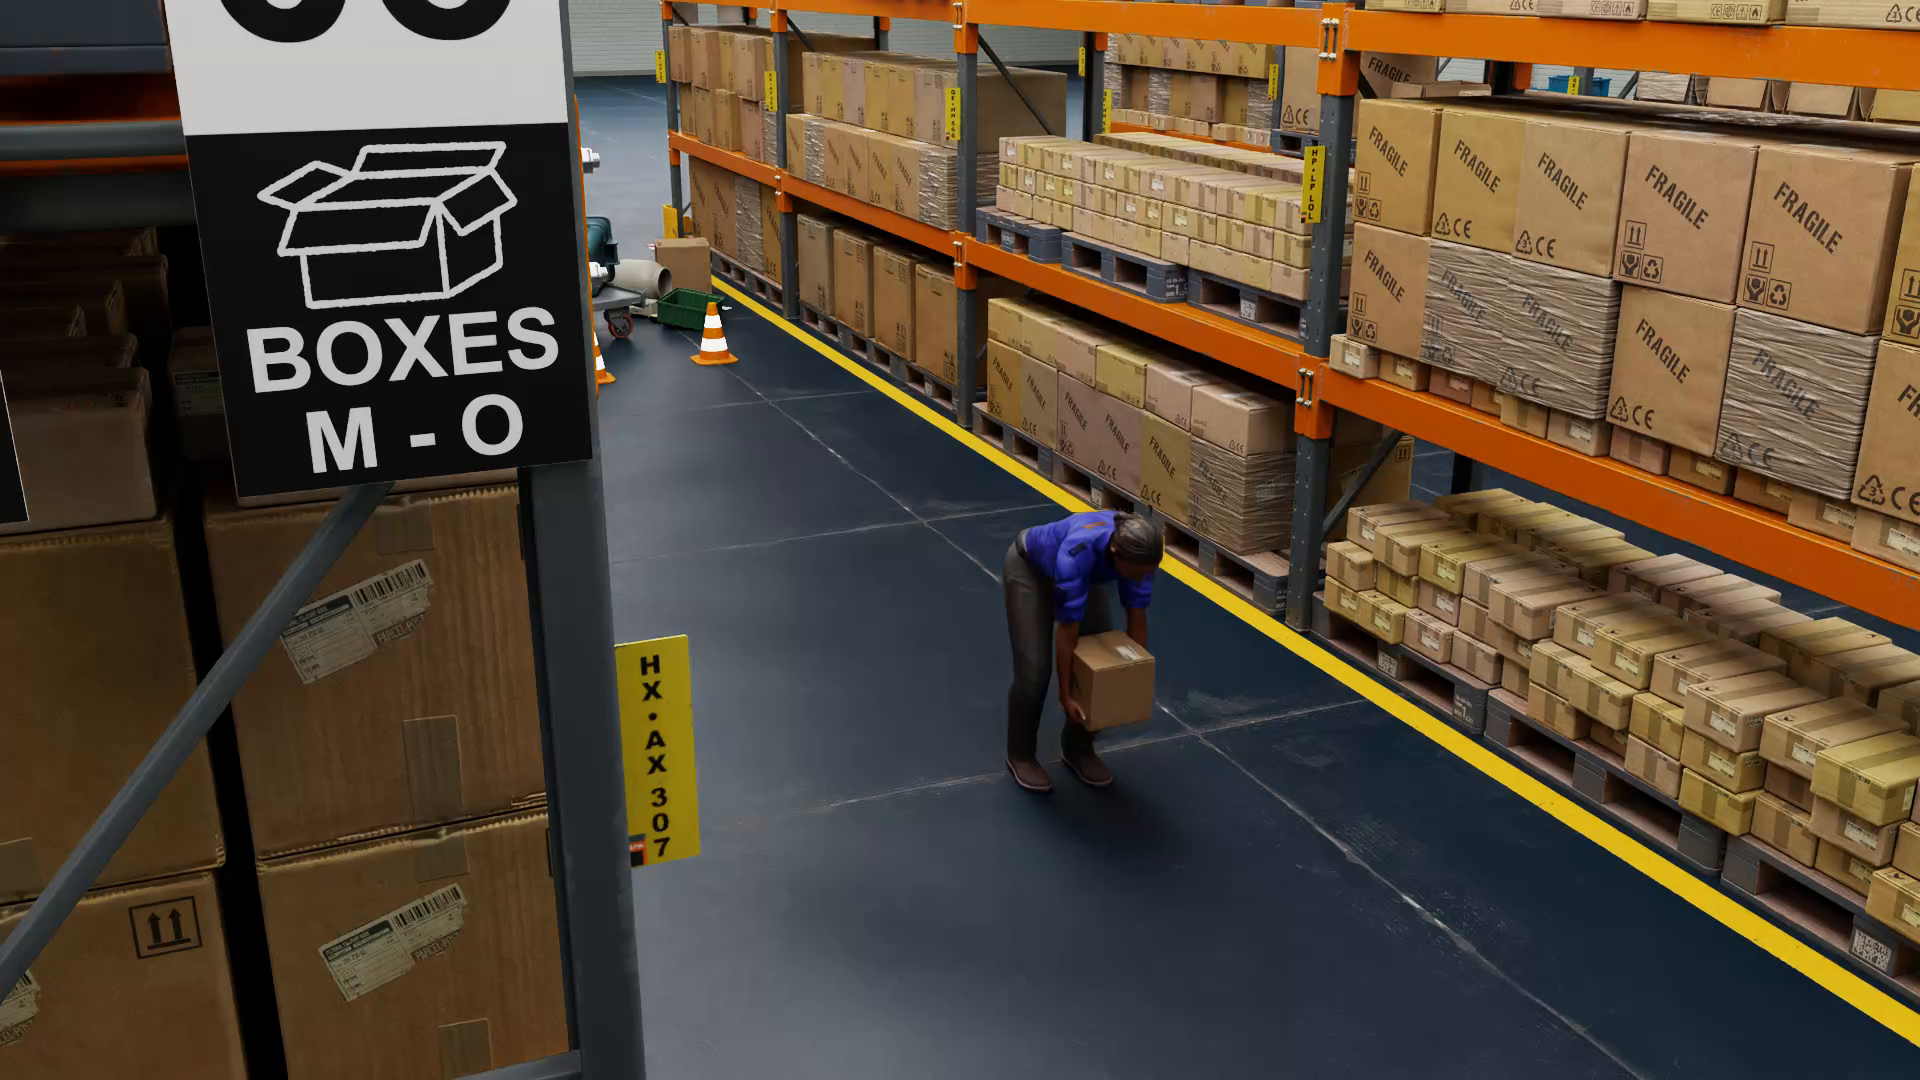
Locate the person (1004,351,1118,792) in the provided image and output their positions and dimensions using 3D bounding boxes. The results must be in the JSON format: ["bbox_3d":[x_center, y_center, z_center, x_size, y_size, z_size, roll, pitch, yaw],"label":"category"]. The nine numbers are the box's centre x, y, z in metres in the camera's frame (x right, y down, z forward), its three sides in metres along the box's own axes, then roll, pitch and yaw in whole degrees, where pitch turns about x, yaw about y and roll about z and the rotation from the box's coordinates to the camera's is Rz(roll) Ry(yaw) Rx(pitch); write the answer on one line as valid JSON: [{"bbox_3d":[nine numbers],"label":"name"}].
[{"bbox_3d":[0.399,0.143,6.172,0.450,1.652,0.512,-8,20,-21],"label":"person"}]
